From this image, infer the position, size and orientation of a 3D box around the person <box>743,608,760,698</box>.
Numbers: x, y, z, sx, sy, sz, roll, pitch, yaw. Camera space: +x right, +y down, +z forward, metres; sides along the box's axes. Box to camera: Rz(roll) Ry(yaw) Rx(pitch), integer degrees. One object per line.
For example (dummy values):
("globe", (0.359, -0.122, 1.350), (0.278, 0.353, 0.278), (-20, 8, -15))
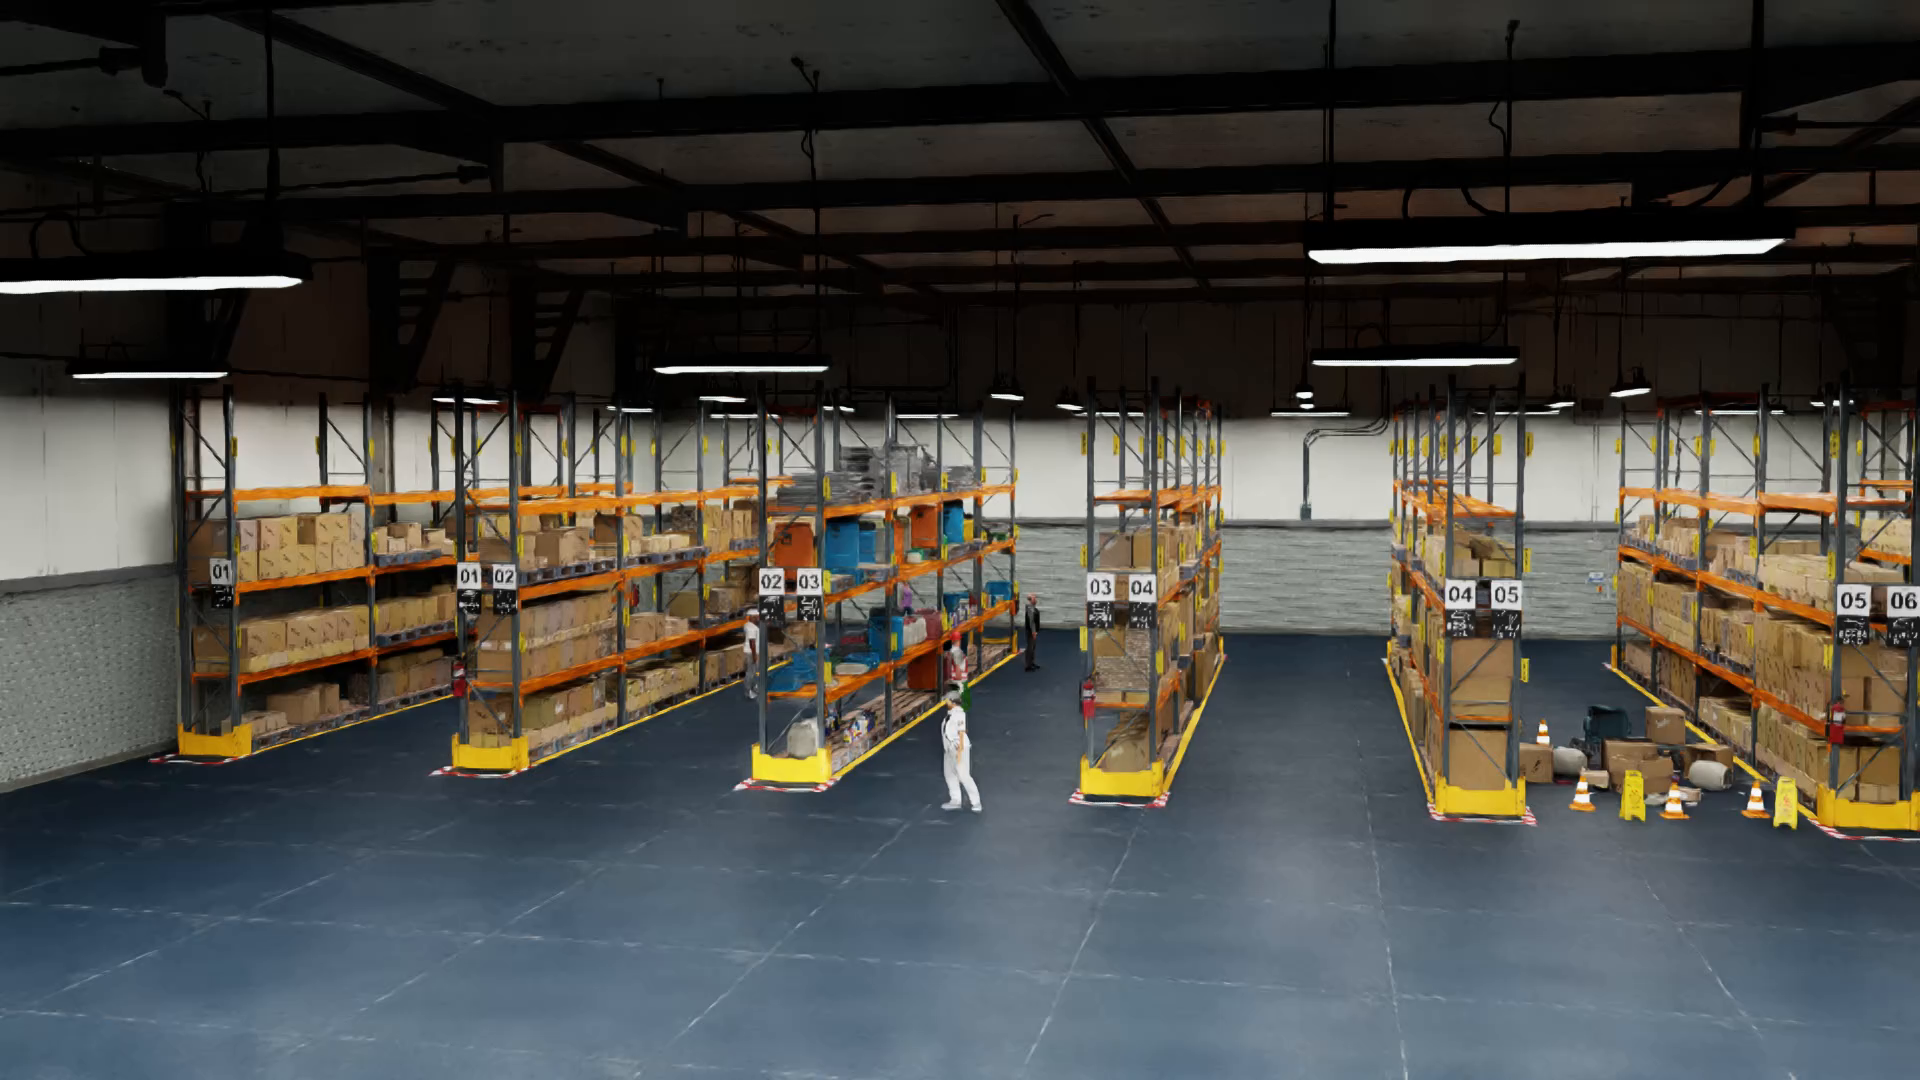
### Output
("person", (-4.099, 2.240, 33.227), (0.464, 1.772, 0.645), (-1, 3, -11))

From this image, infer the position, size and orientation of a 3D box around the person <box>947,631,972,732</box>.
("person", (-0.054, 2.484, 28.999), (0.444, 1.786, 0.590), (-1, 3, -13))

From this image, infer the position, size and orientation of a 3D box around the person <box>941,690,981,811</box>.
("person", (0.011, 2.899, 22.970), (0.544, 1.652, 0.595), (-1, 3, -13))

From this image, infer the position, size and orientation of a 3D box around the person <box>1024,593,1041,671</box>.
("person", (1.623, 2.034, 37.281), (0.386, 1.727, 0.654), (0, 3, 1))

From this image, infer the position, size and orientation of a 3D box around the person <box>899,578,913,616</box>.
("person", (-1.390, 1.746, 43.810), (0.638, 1.588, 0.528), (-3, 4, -42))
